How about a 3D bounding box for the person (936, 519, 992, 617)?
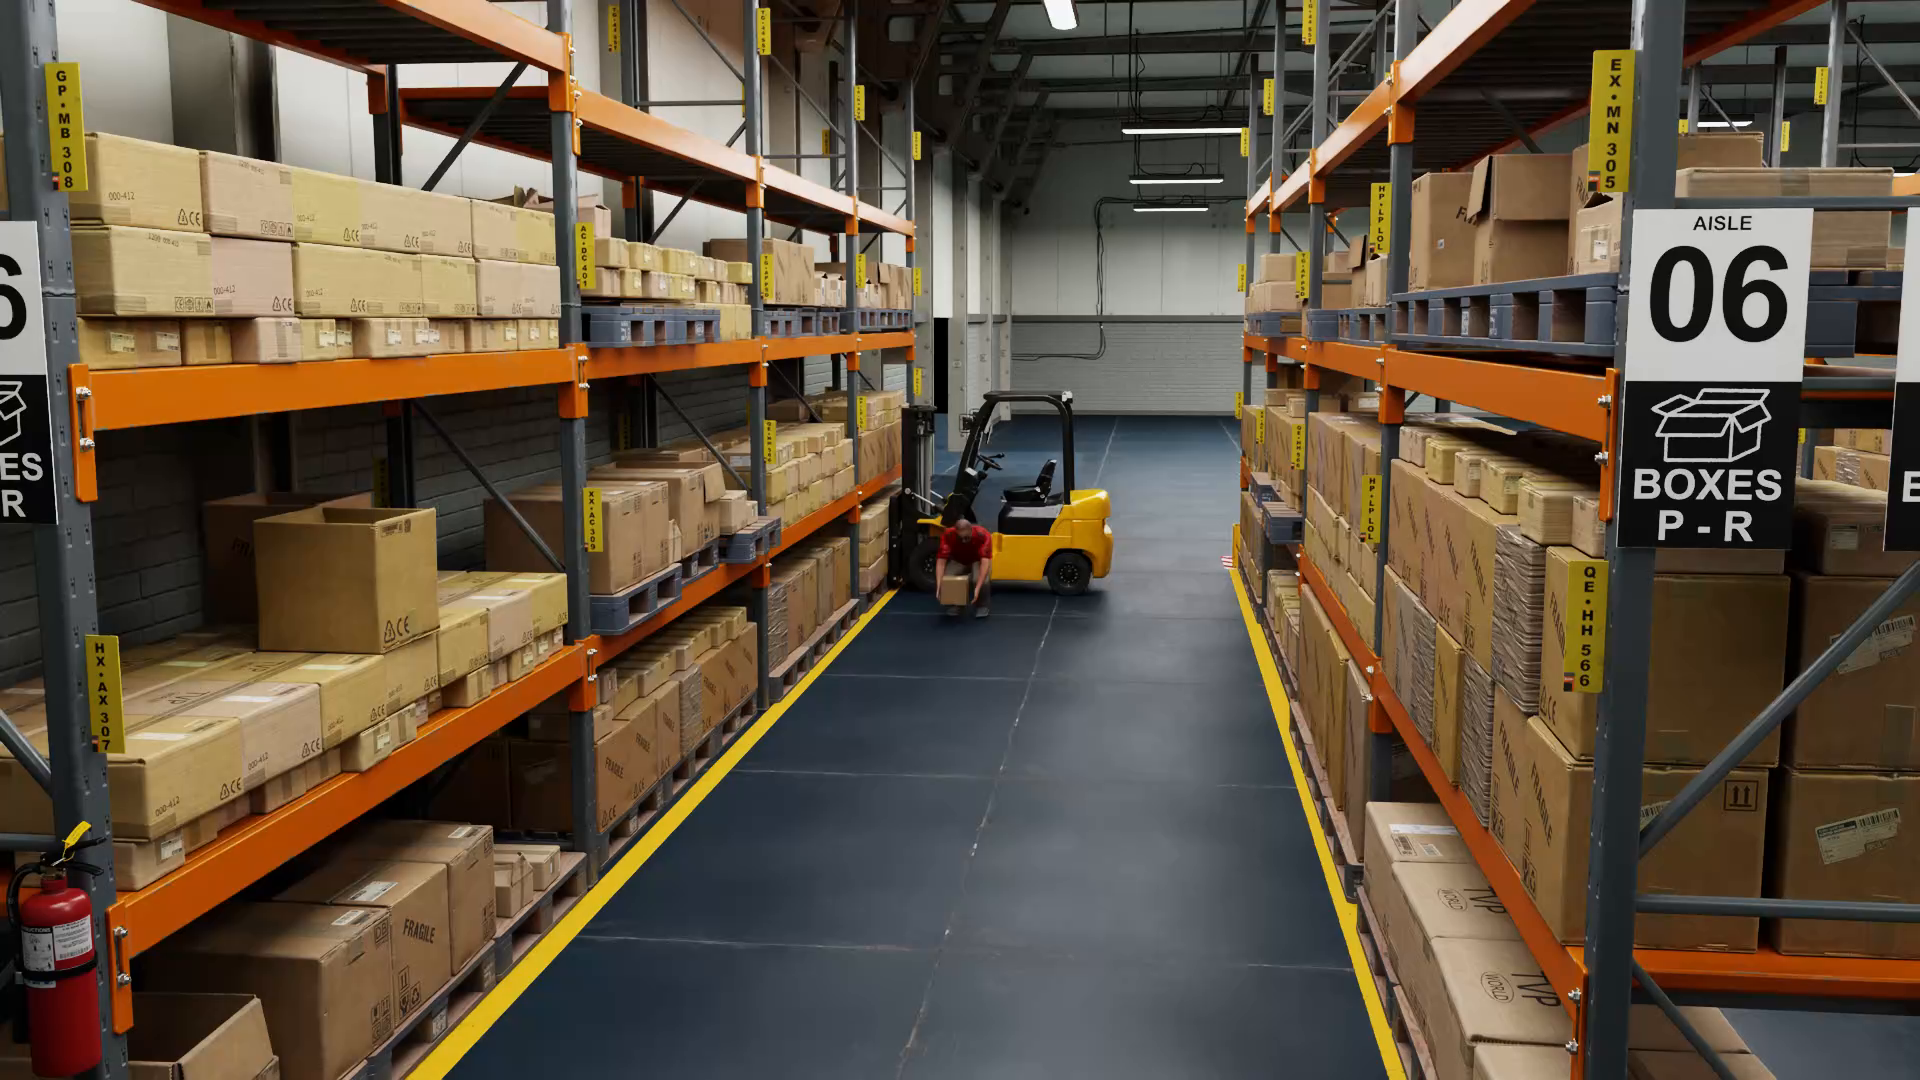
[{"bbox_3d":[0.078,0.263,16.555,0.570,1.028,0.877,2,8,16],"label":"person"}]
